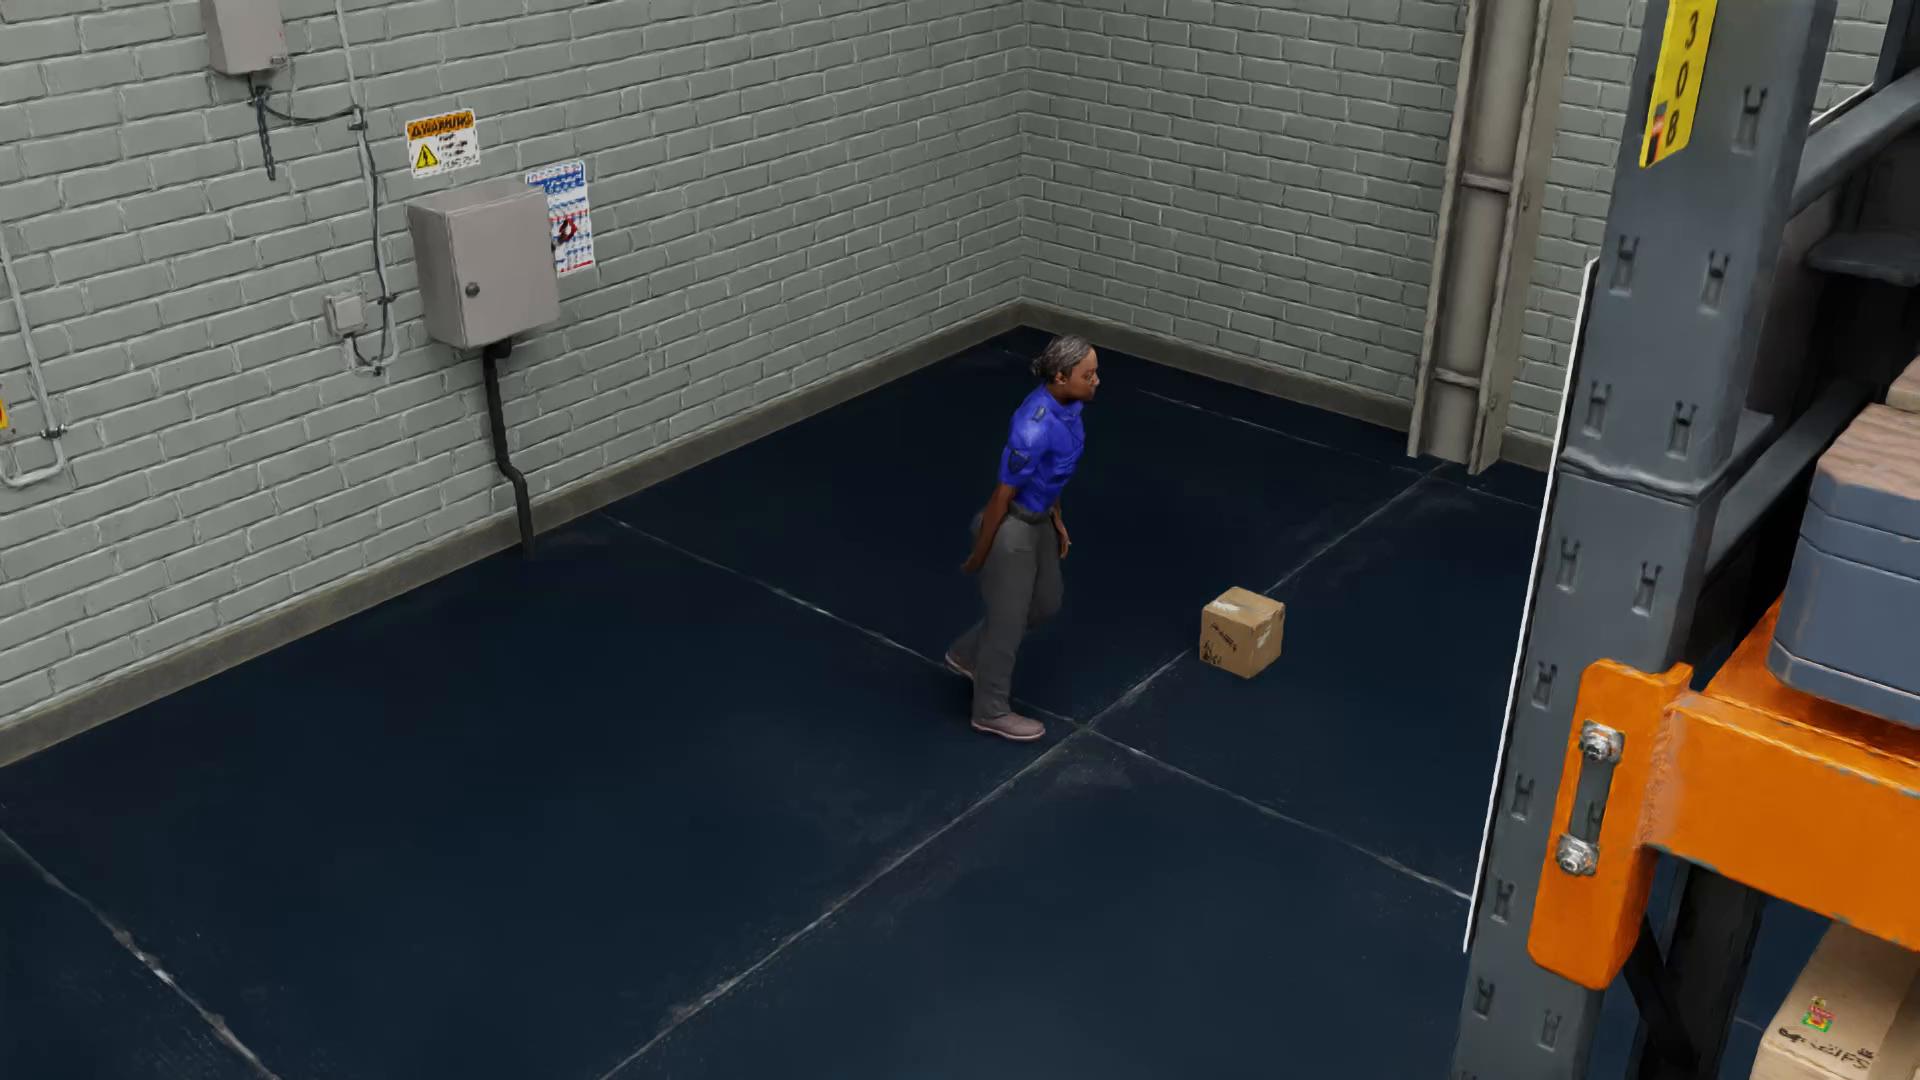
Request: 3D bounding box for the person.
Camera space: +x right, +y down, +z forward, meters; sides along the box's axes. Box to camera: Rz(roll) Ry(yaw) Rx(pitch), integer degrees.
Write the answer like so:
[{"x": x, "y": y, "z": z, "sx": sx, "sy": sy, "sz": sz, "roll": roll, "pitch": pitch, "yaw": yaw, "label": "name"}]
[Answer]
[{"x": 0.209, "y": -0.016, "z": 6.197, "sx": 0.600, "sy": 1.621, "sz": 0.448, "roll": 9, "pitch": 29, "yaw": 16, "label": "person"}]
